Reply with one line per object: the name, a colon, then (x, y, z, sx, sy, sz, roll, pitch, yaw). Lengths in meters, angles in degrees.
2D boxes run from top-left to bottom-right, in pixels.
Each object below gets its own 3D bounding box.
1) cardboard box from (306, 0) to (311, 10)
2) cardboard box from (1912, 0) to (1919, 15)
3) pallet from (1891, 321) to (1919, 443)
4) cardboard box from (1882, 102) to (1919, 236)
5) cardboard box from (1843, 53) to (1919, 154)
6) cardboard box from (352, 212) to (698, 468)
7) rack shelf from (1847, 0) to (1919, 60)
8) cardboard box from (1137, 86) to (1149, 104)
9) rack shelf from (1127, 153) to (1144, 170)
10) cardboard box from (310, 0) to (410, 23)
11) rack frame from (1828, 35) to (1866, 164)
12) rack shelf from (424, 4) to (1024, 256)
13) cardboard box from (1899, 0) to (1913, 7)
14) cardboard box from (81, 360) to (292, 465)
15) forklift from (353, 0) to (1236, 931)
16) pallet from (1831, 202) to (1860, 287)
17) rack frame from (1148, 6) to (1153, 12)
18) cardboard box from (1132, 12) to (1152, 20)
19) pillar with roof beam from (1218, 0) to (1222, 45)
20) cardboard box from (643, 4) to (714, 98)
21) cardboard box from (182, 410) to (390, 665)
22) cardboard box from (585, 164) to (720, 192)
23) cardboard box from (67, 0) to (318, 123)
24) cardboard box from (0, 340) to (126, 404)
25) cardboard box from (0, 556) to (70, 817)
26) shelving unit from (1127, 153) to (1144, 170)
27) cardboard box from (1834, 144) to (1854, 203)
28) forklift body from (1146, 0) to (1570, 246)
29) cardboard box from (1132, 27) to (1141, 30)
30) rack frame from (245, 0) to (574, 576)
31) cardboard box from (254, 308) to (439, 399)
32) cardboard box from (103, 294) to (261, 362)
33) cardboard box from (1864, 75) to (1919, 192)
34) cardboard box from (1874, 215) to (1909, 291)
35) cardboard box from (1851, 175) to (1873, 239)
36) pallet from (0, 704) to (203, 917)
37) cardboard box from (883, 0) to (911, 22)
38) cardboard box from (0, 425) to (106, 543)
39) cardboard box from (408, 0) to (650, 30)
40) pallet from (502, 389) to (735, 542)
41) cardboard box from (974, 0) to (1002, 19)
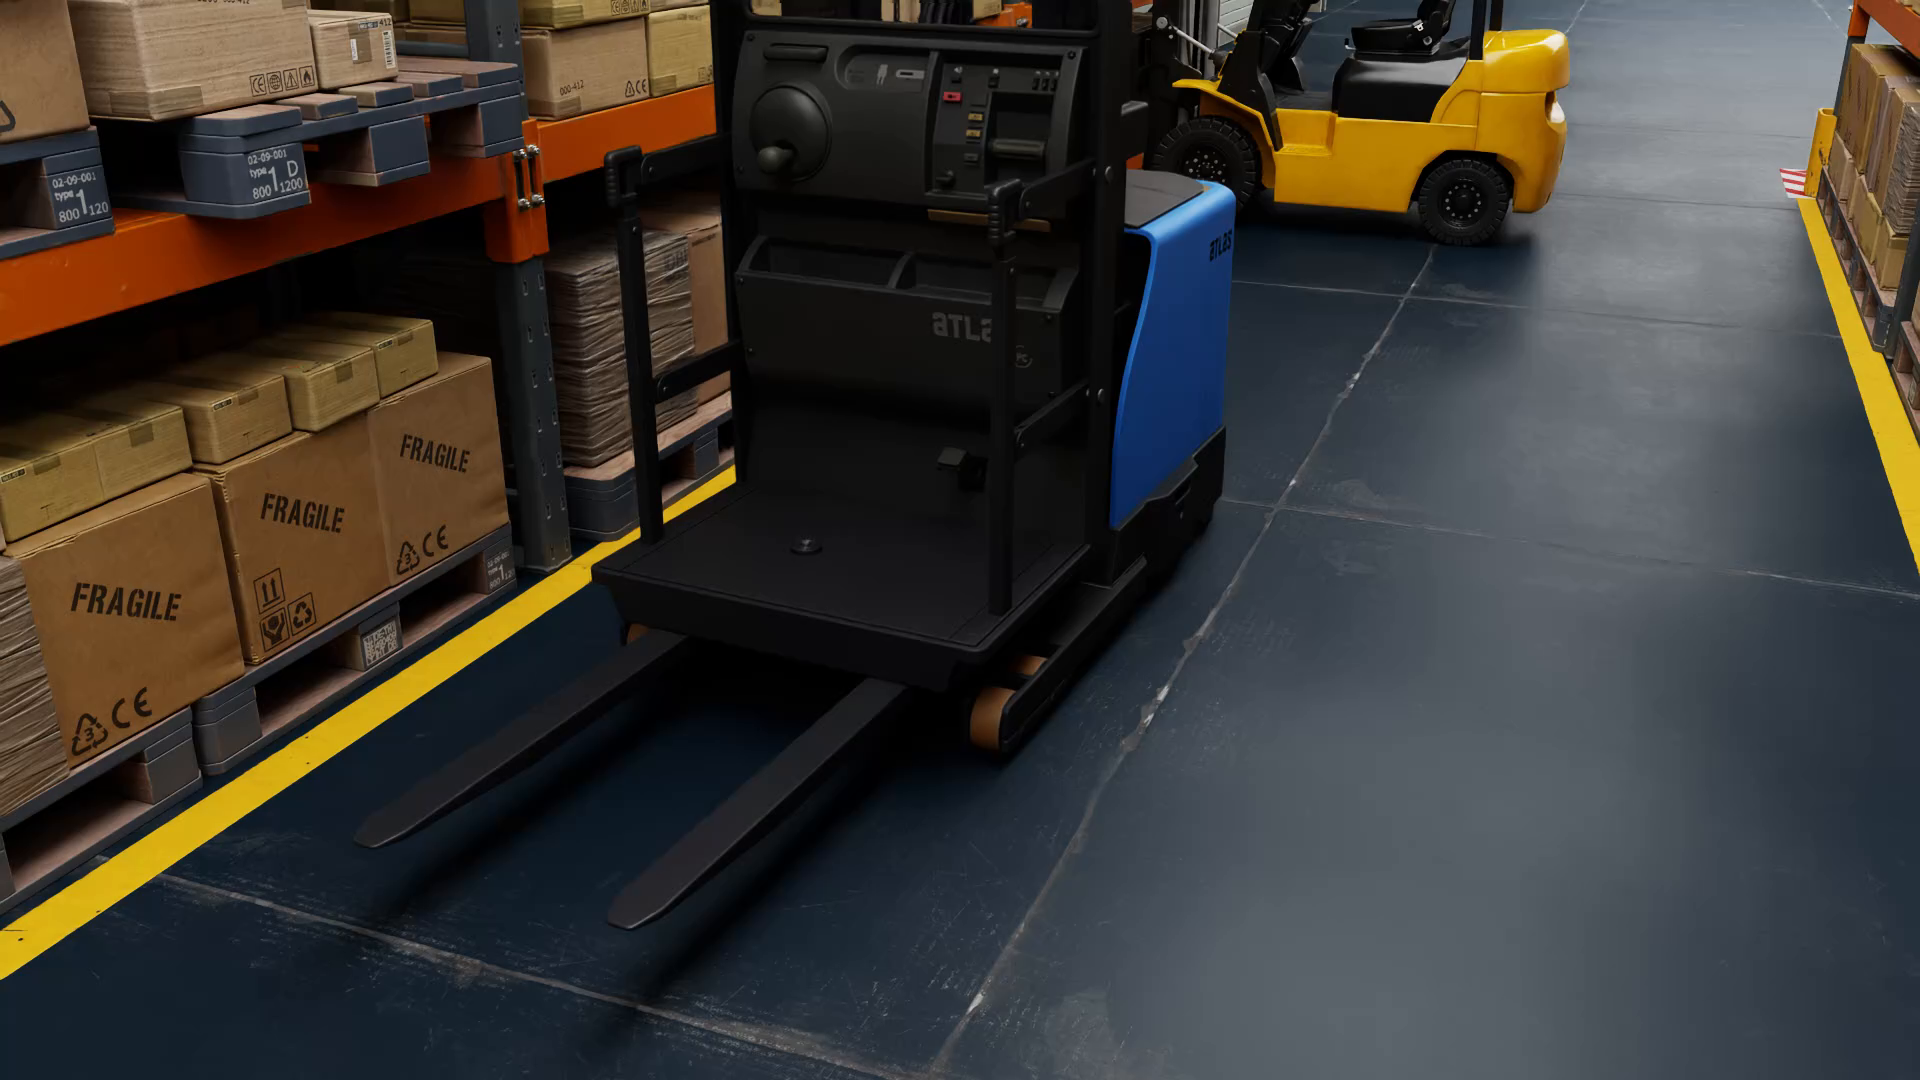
cardboard box: (-2.009, -1.449, 4.152, 0.500, 0.500, 0.500, 10, 25, 23)
cardboard box: (4.633, -2.500, 7.668, 0.380, 0.149, 0.250, 8, 24, 19)
pallet: (4.135, -0.527, 6.238, 1.003, 0.211, 1.213, 9, 24, 20)
cardboard box: (4.393, -1.614, 7.272, 0.500, 0.500, 0.500, 8, 24, 19)
cardboard box: (5.154, -2.350, 9.033, 0.500, 0.500, 0.500, 8, 24, 18)
cardboard box: (-1.429, -0.690, 5.546, 0.875, 0.625, 0.625, 10, 25, 22)
rack shelf: (5.166, -2.477, 8.221, 1.077, 0.370, 4.000, 9, 24, 20)
cardboard box: (0.850, -2.626, 10.019, 0.500, 0.250, 0.500, 9, 24, 20)
rack shelf: (0.418, -1.231, 5.620, 0.258, 0.148, 0.480, 10, 25, 24)
cardboard box: (-1.764, -1.733, 5.052, 0.500, 0.250, 0.500, 9, 24, 21)
rack frame: (5.908, -3.524, 9.795, 1.000, 3.000, 0.127, 9, 24, 20)
rack shelf: (-0.930, -1.754, 6.492, 1.077, 0.370, 4.000, 9, 24, 20)
cardboard box: (4.818, -2.684, 8.110, 0.380, 0.149, 0.250, 9, 24, 21)
cardboard box: (-1.833, -0.307, 3.951, 0.380, 0.149, 0.250, 8, 24, 18)
forklift: (-0.236, -1.027, 3.906, 1.130, 2.935, 3.031, 10, 25, 24)
pallet: (5.091, -1.490, 8.542, 1.003, 0.211, 1.213, 9, 24, 20)
rack frame: (1.298, -4.233, 11.493, 1.000, 3.000, 0.127, 9, 24, 20)
cardboard box: (1.417, -3.410, 11.248, 0.500, 0.250, 0.500, 10, 25, 22)
pillar with roof beam: (6.429, -8.412, 13.714, 9.100, 9.000, 0.400, 9, 24, 20)
cardboard box: (-1.090, -1.605, 5.394, 0.500, 0.250, 0.500, 8, 24, 19)
cardboard box: (-1.826, -0.051, 4.179, 0.500, 0.500, 0.500, 8, 24, 19)
cardboard box: (-0.943, -1.166, 6.685, 0.875, 0.625, 0.625, 8, 24, 18)
cardboard box: (-1.764, -1.071, 3.573, 0.500, 0.250, 0.500, 8, 24, 18)
cardboard box: (-2.298, -0.377, 4.117, 0.380, 0.149, 0.250, 9, 24, 21)
cardboard box: (-2.194, 0.325, 3.279, 0.500, 0.500, 0.500, 8, 24, 18)
shelving unit: (0.418, -0.868, 5.771, 0.258, 1.200, 0.503, 10, 25, 24)
cardboard box: (5.155, -2.019, 9.213, 0.500, 0.250, 0.500, 10, 25, 22)
forklift body: (2.288, -2.902, 9.407, 2.313, 2.155, 1.214, 9, 24, 20)
cardboard box: (1.055, -3.045, 10.373, 0.500, 0.250, 0.500, 9, 24, 21)
rack frame: (-1.673, -1.371, 4.640, 1.000, 3.000, 0.127, 9, 24, 20)
cardboard box: (-1.621, -0.497, 4.406, 0.380, 0.149, 0.250, 8, 24, 17)
cardboard box: (-2.156, -0.568, 4.575, 0.380, 0.149, 0.250, 10, 25, 23)
cardboard box: (4.769, -1.979, 8.146, 0.500, 0.500, 0.500, 10, 25, 23)
cardboard box: (4.393, -1.268, 7.416, 0.500, 0.250, 0.500, 10, 25, 22)
cardboard box: (4.774, -1.641, 8.310, 0.500, 0.250, 0.500, 9, 24, 21)
pallet: (-2.440, 0.613, 3.509, 1.003, 0.211, 1.213, 9, 24, 20)
cardboard box: (-0.526, -2.161, 6.727, 0.500, 0.250, 0.500, 9, 24, 20)
cardboard box: (-2.065, -0.130, 3.526, 0.380, 0.149, 0.250, 8, 24, 19)
cardboard box: (-1.258, -1.652, 4.860, 0.500, 0.250, 0.500, 9, 24, 20)
pallet: (-1.331, -0.373, 5.869, 1.003, 0.211, 1.213, 9, 24, 20)
cardboard box: (-0.132, -2.515, 7.574, 0.500, 0.250, 0.500, 9, 24, 21)
